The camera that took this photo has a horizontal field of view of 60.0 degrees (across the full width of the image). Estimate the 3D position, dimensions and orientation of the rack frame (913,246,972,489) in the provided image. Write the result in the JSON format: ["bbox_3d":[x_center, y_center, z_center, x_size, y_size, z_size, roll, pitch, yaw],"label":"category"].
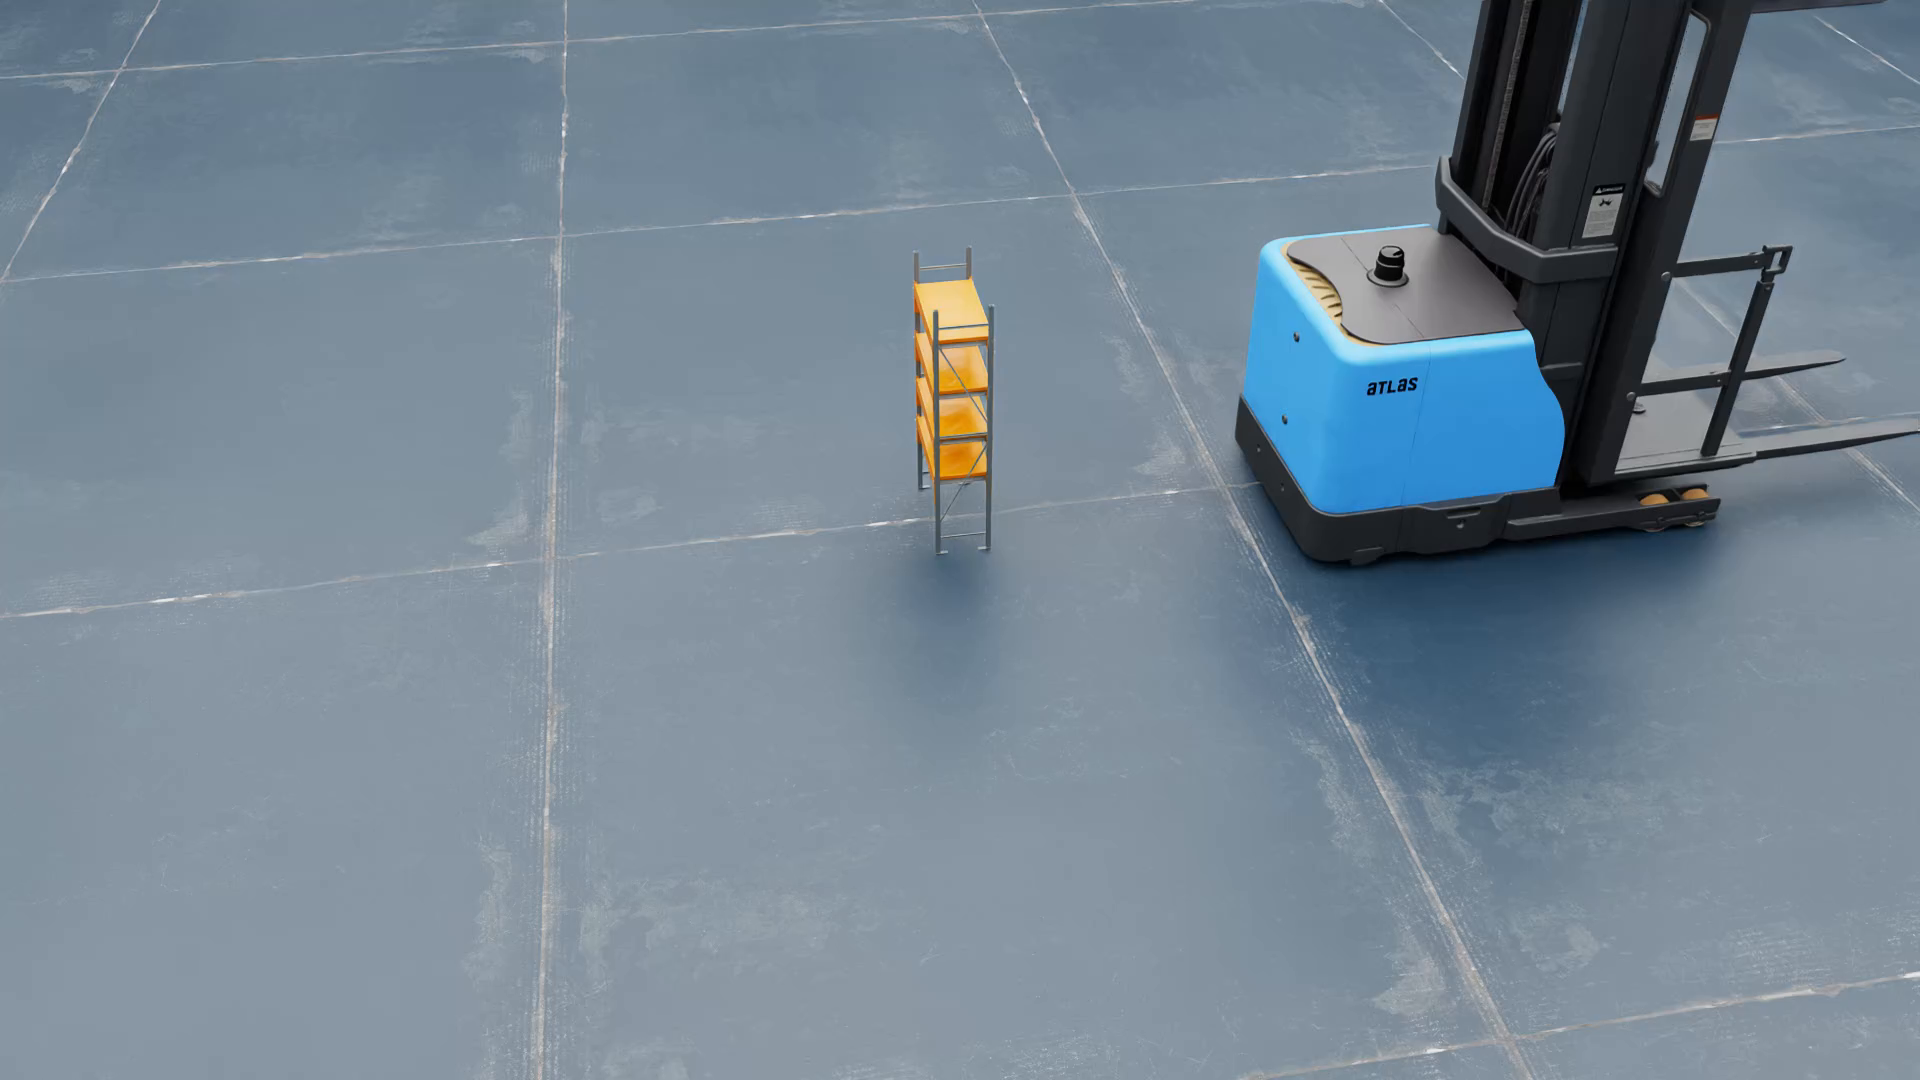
[{"bbox_3d":[-0.072,-0.721,7.200,0.240,1.200,0.015,-6,38,-8],"label":"rack frame"}]

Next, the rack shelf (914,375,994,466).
[{"bbox_3d":[-0.029,-0.521,7.052,0.258,0.148,0.480,-6,38,-8],"label":"rack shelf"}]

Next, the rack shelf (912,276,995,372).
[{"bbox_3d":[-0.029,-0.884,6.770,0.258,0.148,0.480,-6,38,-8],"label":"rack shelf"}]

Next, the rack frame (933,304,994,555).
[{"bbox_3d":[0.014,-0.426,6.821,0.240,1.200,0.015,-6,38,-8],"label":"rack frame"}]

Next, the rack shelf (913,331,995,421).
[{"bbox_3d":[-0.029,-0.697,6.915,0.258,0.148,0.480,-6,38,-8],"label":"rack shelf"}]

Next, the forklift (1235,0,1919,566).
[{"bbox_3d":[2.850,-1.503,6.795,3.031,2.935,1.130,-7,38,-9],"label":"forklift"}]

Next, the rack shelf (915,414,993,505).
[{"bbox_3d":[-0.029,-0.364,7.174,0.258,0.148,0.480,-6,38,-8],"label":"rack shelf"}]

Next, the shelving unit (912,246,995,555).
[{"bbox_3d":[-0.029,-0.574,7.011,0.258,1.200,0.503,-6,38,-8],"label":"shelving unit"}]
